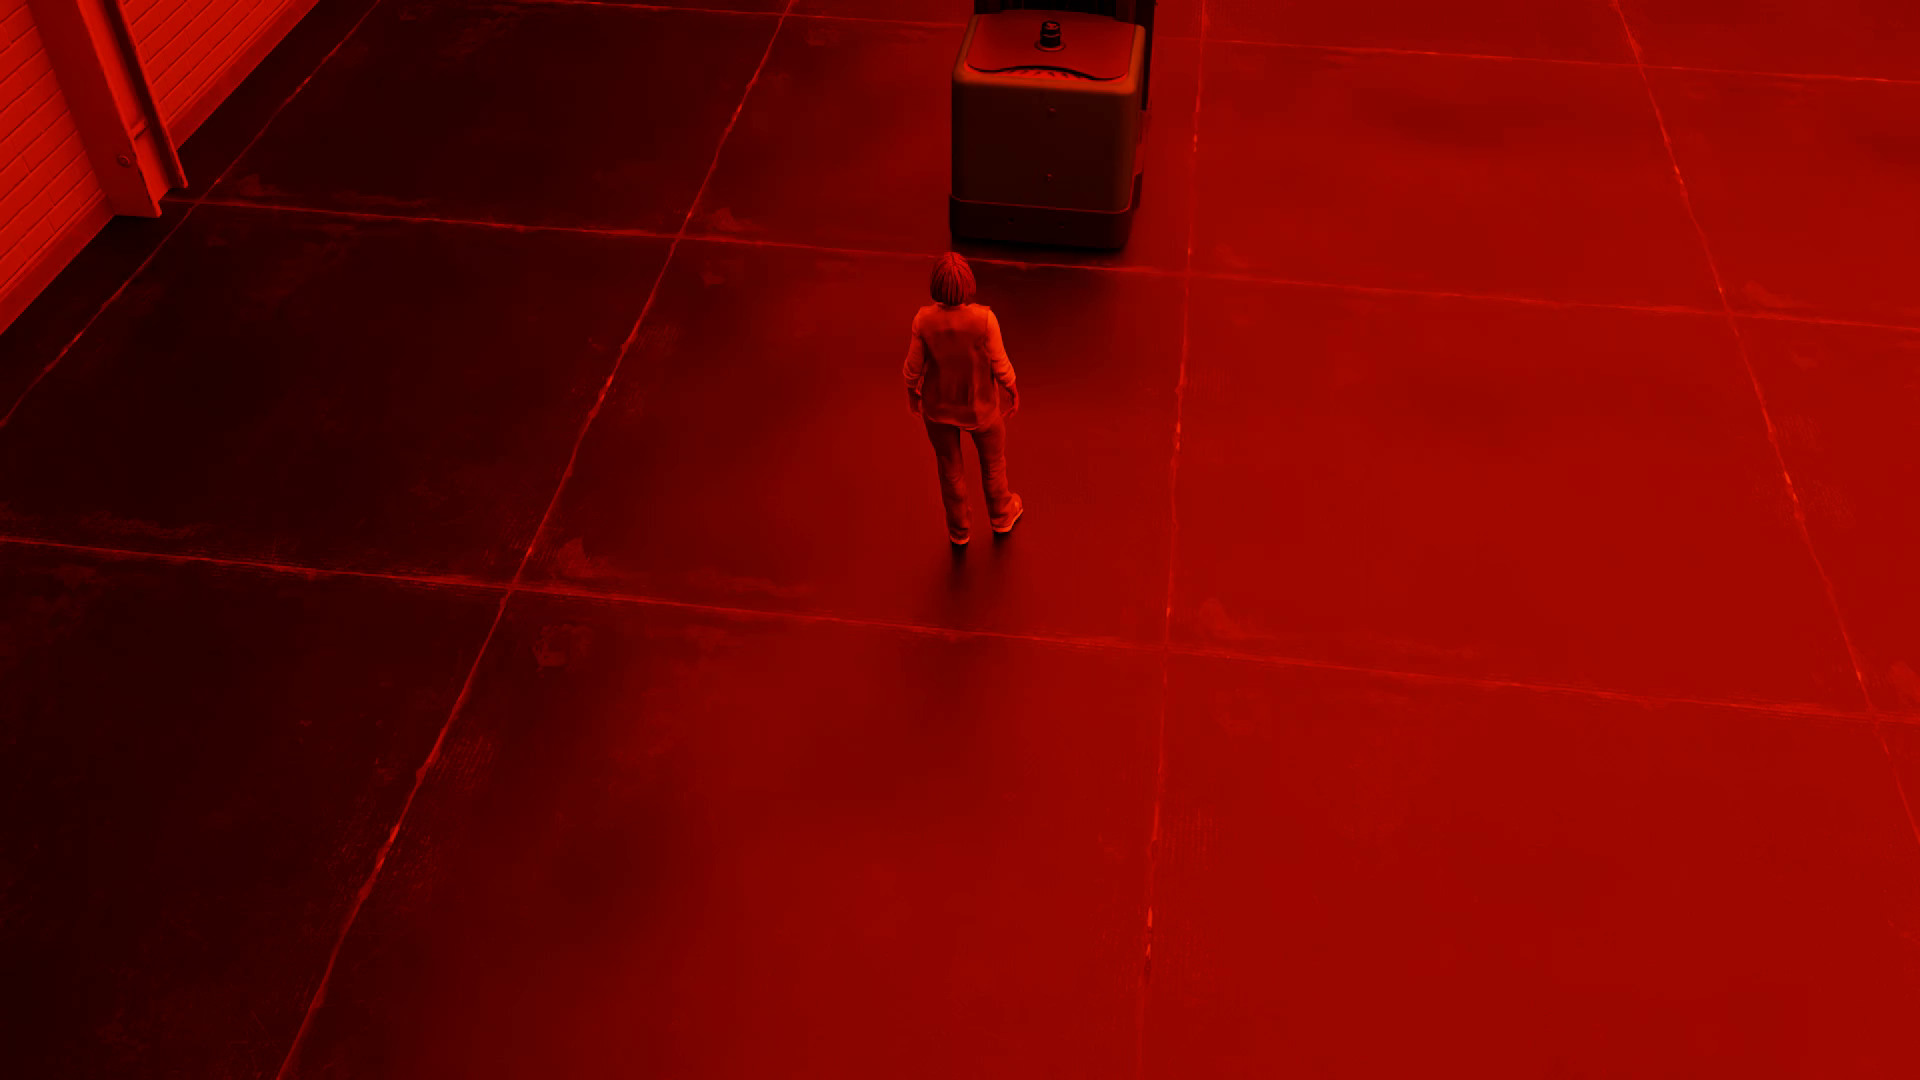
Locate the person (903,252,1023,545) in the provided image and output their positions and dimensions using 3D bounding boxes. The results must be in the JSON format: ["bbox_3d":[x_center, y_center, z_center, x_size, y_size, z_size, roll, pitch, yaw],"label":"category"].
[{"bbox_3d":[0.024,-0.642,7.398,0.520,1.597,0.475,5,43,6],"label":"person"}]

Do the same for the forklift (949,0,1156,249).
[{"bbox_3d":[0.666,-3.764,9.822,1.130,2.935,3.031,6,43,6],"label":"forklift"}]
